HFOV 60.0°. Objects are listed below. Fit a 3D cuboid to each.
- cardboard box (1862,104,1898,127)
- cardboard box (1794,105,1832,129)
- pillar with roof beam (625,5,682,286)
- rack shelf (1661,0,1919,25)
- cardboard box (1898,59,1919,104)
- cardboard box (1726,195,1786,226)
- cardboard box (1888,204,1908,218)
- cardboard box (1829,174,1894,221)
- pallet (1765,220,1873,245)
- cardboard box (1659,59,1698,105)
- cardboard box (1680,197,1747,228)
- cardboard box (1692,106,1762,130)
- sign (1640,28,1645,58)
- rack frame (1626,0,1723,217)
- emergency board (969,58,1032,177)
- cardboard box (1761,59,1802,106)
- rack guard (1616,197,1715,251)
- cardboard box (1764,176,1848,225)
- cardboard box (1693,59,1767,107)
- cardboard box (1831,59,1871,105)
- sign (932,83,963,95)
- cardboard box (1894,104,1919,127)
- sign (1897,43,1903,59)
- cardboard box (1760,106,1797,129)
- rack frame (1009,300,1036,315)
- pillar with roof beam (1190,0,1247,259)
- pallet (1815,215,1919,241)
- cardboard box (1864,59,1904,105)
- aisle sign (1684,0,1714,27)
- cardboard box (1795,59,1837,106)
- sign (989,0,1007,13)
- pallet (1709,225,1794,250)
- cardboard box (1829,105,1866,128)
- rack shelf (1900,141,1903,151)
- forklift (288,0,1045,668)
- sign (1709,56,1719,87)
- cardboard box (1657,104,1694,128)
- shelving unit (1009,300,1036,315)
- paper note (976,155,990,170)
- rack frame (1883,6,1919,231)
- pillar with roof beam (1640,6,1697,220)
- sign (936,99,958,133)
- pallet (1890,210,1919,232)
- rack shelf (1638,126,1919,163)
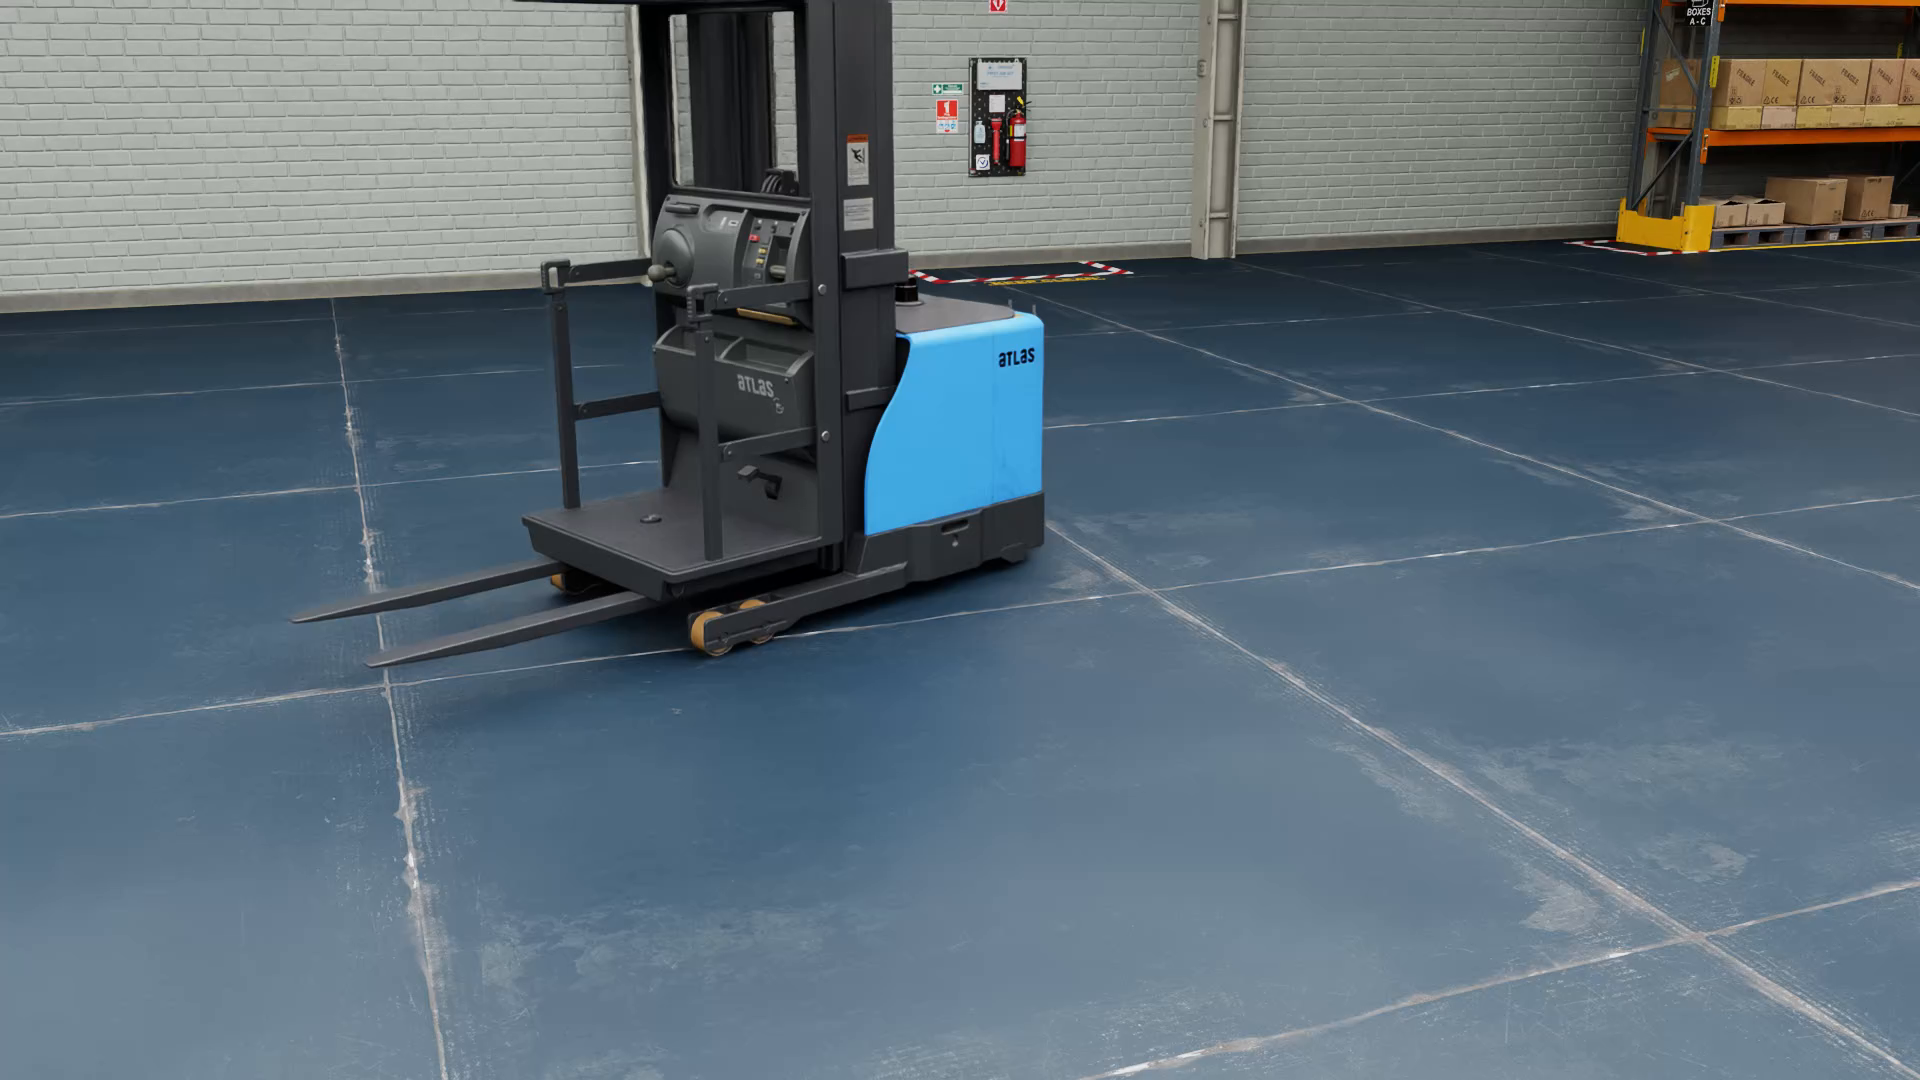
[{"bbox_3d":[10.472,-4.931,19.297,0.500,0.250,0.500,-6,17,-20],"label":"cardboard box"},{"bbox_3d":[9.530,-4.830,18.952,0.500,0.250,0.500,-6,18,-21],"label":"cardboard box"},{"bbox_3d":[-1.318,-5.655,10.883,0.400,9.000,9.100,-6,17,-20],"label":"pillar with roof beam"},{"bbox_3d":[9.871,-6.116,19.055,4.000,0.370,1.077,-6,17,-20],"label":"rack shelf"},{"bbox_3d":[10.944,-5.340,19.360,0.500,0.500,0.500,-6,17,-20],"label":"cardboard box"},{"bbox_3d":[9.214,-3.845,19.359,0.500,0.311,0.500,-5,17,-15],"label":"cardboard box"},{"bbox_3d":[11.250,-4.014,20.190,0.250,0.166,0.380,-9,18,-27],"label":"cardboard box"},{"bbox_3d":[10.784,-4.120,19.961,0.500,0.500,0.500,-8,18,-24],"label":"cardboard box"},{"bbox_3d":[9.983,-3.685,19.771,1.213,0.211,1.003,-6,17,-20],"label":"pallet"},{"bbox_3d":[8.367,-5.221,18.955,0.500,0.500,0.500,-6,18,-21],"label":"cardboard box"},{"bbox_3d":[8.682,-3.788,19.164,0.500,0.311,0.500,-8,18,-26],"label":"cardboard box"},{"bbox_3d":[8.573,-4.724,18.591,0.500,0.250,0.500,-7,18,-22],"label":"cardboard box"},{"bbox_3d":[7.823,-5.676,18.986,0.005,0.325,0.100,-6,17,-20],"label":"sign"},{"bbox_3d":[8.003,-4.820,18.690,0.127,3.000,1.000,-6,17,-20],"label":"rack frame"},{"bbox_3d":[0.423,-4.275,16.831,0.643,1.169,0.194,-6,17,-20],"label":"emergency board"},{"bbox_3d":[9.022,-5.134,18.658,0.500,0.500,0.500,-6,17,-20],"label":"cardboard box"},{"bbox_3d":[8.074,-3.629,19.068,0.348,0.500,1.175,-6,17,-20],"label":"rack guard"},{"bbox_3d":[9.917,-3.997,19.540,0.500,0.500,0.700,-7,18,-24],"label":"cardboard box"},{"bbox_3d":[8.557,-5.087,18.497,0.500,0.500,0.500,-6,17,-20],"label":"cardboard box"},{"bbox_3d":[9.984,-5.240,19.017,0.500,0.500,0.500,-6,17,-18],"label":"cardboard box"},{"bbox_3d":[-0.122,-4.515,16.647,0.331,0.109,0.001,-6,17,-20],"label":"sign"},{"bbox_3d":[10.936,-4.986,19.484,0.500,0.250,0.500,-6,17,-20],"label":"cardboard box"},{"bbox_3d":[11.537,-5.925,20.396,0.005,0.325,0.100,-6,17,-20],"label":"sign"},{"bbox_3d":[9.052,-4.780,18.782,0.500,0.250,0.500,-7,18,-22],"label":"cardboard box"},{"bbox_3d":[0.281,-0.574,7.691,0.008,1.050,0.200,-11,19,-32],"label":"rack frame"},{"bbox_3d":[4.285,-6.259,12.943,0.400,9.000,9.100,-6,17,-20],"label":"pillar with roof beam"},{"bbox_3d":[11.124,-3.809,20.194,1.213,0.211,1.003,-6,17,-20],"label":"pallet"},{"bbox_3d":[10.470,-5.292,19.197,0.500,0.500,0.500,-7,18,-22],"label":"cardboard box"},{"bbox_3d":[8.043,-5.982,18.030,0.004,0.787,0.394,-6,17,-20],"label":"aisle sign"},{"bbox_3d":[9.506,-5.185,18.830,0.500,0.500,0.500,-7,18,-22],"label":"cardboard box"},{"bbox_3d":[0.380,-5.412,16.591,0.199,0.298,0.001,-6,17,-20],"label":"sign"},{"bbox_3d":[8.846,-3.563,19.356,1.213,0.211,1.003,-6,17,-20],"label":"pallet"},{"bbox_3d":[10.003,-4.880,19.123,0.500,0.250,0.500,-6,17,-20],"label":"cardboard box"},{"bbox_3d":[13.606,-5.080,20.851,4.000,0.370,1.077,-6,17,-20],"label":"rack shelf"},{"bbox_3d":[-1.047,-1.142,6.285,3.031,2.935,1.130,-15,22,-41],"label":"forklift"},{"bbox_3d":[8.198,-5.093,18.082,0.005,0.325,0.100,-6,17,-20],"label":"sign"},{"bbox_3d":[8.370,-4.856,19.042,0.500,0.250,0.500,-6,17,-19],"label":"cardboard box"},{"bbox_3d":[0.179,-0.555,7.626,0.252,1.050,0.215,-11,19,-32],"label":"shelving unit"},{"bbox_3d":[0.233,-3.852,16.956,0.142,0.148,0.016,-6,17,-20],"label":"paper note"},{"bbox_3d":[11.738,-5.224,20.063,0.127,3.000,1.000,-6,17,-20],"label":"rack frame"},{"bbox_3d":[9.888,-6.864,15.003,0.400,9.000,9.100,-6,17,-20],"label":"pillar with roof beam"},{"bbox_3d":[-0.130,-4.263,16.728,0.234,0.329,0.001,-6,17,-20],"label":"sign"},{"bbox_3d":[12.465,-3.965,20.725,1.213,0.211,1.003,-6,17,-20],"label":"pallet"},{"bbox_3d":[9.871,-4.677,19.478,4.000,0.370,1.077,-6,17,-20],"label":"rack shelf"}]
